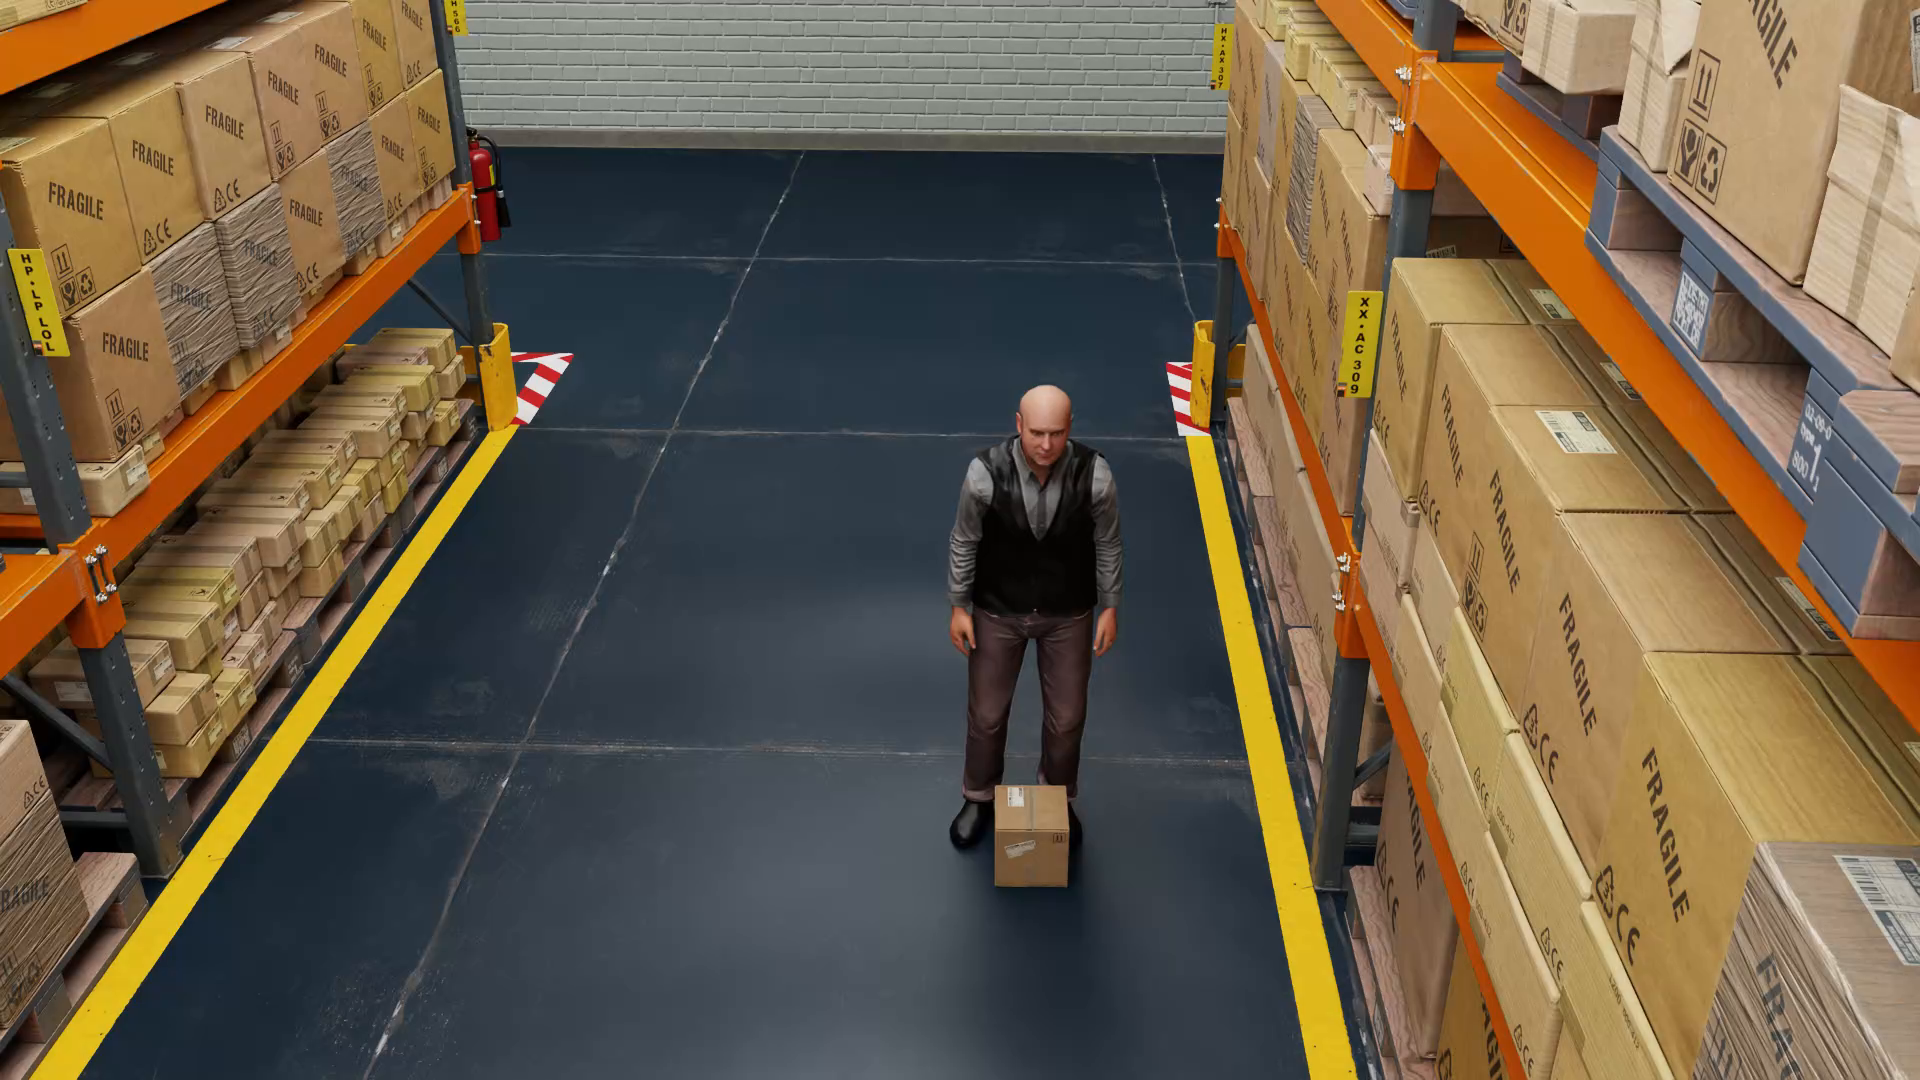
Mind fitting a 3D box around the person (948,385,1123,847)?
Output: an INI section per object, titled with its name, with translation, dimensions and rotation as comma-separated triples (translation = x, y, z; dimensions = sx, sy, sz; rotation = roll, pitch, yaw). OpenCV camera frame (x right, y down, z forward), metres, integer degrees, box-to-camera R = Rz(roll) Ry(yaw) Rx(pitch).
[person]
translation = 0.253, 0.247, 5.677
dimensions = 0.589, 1.721, 0.412
rotation = 0, 28, 0
